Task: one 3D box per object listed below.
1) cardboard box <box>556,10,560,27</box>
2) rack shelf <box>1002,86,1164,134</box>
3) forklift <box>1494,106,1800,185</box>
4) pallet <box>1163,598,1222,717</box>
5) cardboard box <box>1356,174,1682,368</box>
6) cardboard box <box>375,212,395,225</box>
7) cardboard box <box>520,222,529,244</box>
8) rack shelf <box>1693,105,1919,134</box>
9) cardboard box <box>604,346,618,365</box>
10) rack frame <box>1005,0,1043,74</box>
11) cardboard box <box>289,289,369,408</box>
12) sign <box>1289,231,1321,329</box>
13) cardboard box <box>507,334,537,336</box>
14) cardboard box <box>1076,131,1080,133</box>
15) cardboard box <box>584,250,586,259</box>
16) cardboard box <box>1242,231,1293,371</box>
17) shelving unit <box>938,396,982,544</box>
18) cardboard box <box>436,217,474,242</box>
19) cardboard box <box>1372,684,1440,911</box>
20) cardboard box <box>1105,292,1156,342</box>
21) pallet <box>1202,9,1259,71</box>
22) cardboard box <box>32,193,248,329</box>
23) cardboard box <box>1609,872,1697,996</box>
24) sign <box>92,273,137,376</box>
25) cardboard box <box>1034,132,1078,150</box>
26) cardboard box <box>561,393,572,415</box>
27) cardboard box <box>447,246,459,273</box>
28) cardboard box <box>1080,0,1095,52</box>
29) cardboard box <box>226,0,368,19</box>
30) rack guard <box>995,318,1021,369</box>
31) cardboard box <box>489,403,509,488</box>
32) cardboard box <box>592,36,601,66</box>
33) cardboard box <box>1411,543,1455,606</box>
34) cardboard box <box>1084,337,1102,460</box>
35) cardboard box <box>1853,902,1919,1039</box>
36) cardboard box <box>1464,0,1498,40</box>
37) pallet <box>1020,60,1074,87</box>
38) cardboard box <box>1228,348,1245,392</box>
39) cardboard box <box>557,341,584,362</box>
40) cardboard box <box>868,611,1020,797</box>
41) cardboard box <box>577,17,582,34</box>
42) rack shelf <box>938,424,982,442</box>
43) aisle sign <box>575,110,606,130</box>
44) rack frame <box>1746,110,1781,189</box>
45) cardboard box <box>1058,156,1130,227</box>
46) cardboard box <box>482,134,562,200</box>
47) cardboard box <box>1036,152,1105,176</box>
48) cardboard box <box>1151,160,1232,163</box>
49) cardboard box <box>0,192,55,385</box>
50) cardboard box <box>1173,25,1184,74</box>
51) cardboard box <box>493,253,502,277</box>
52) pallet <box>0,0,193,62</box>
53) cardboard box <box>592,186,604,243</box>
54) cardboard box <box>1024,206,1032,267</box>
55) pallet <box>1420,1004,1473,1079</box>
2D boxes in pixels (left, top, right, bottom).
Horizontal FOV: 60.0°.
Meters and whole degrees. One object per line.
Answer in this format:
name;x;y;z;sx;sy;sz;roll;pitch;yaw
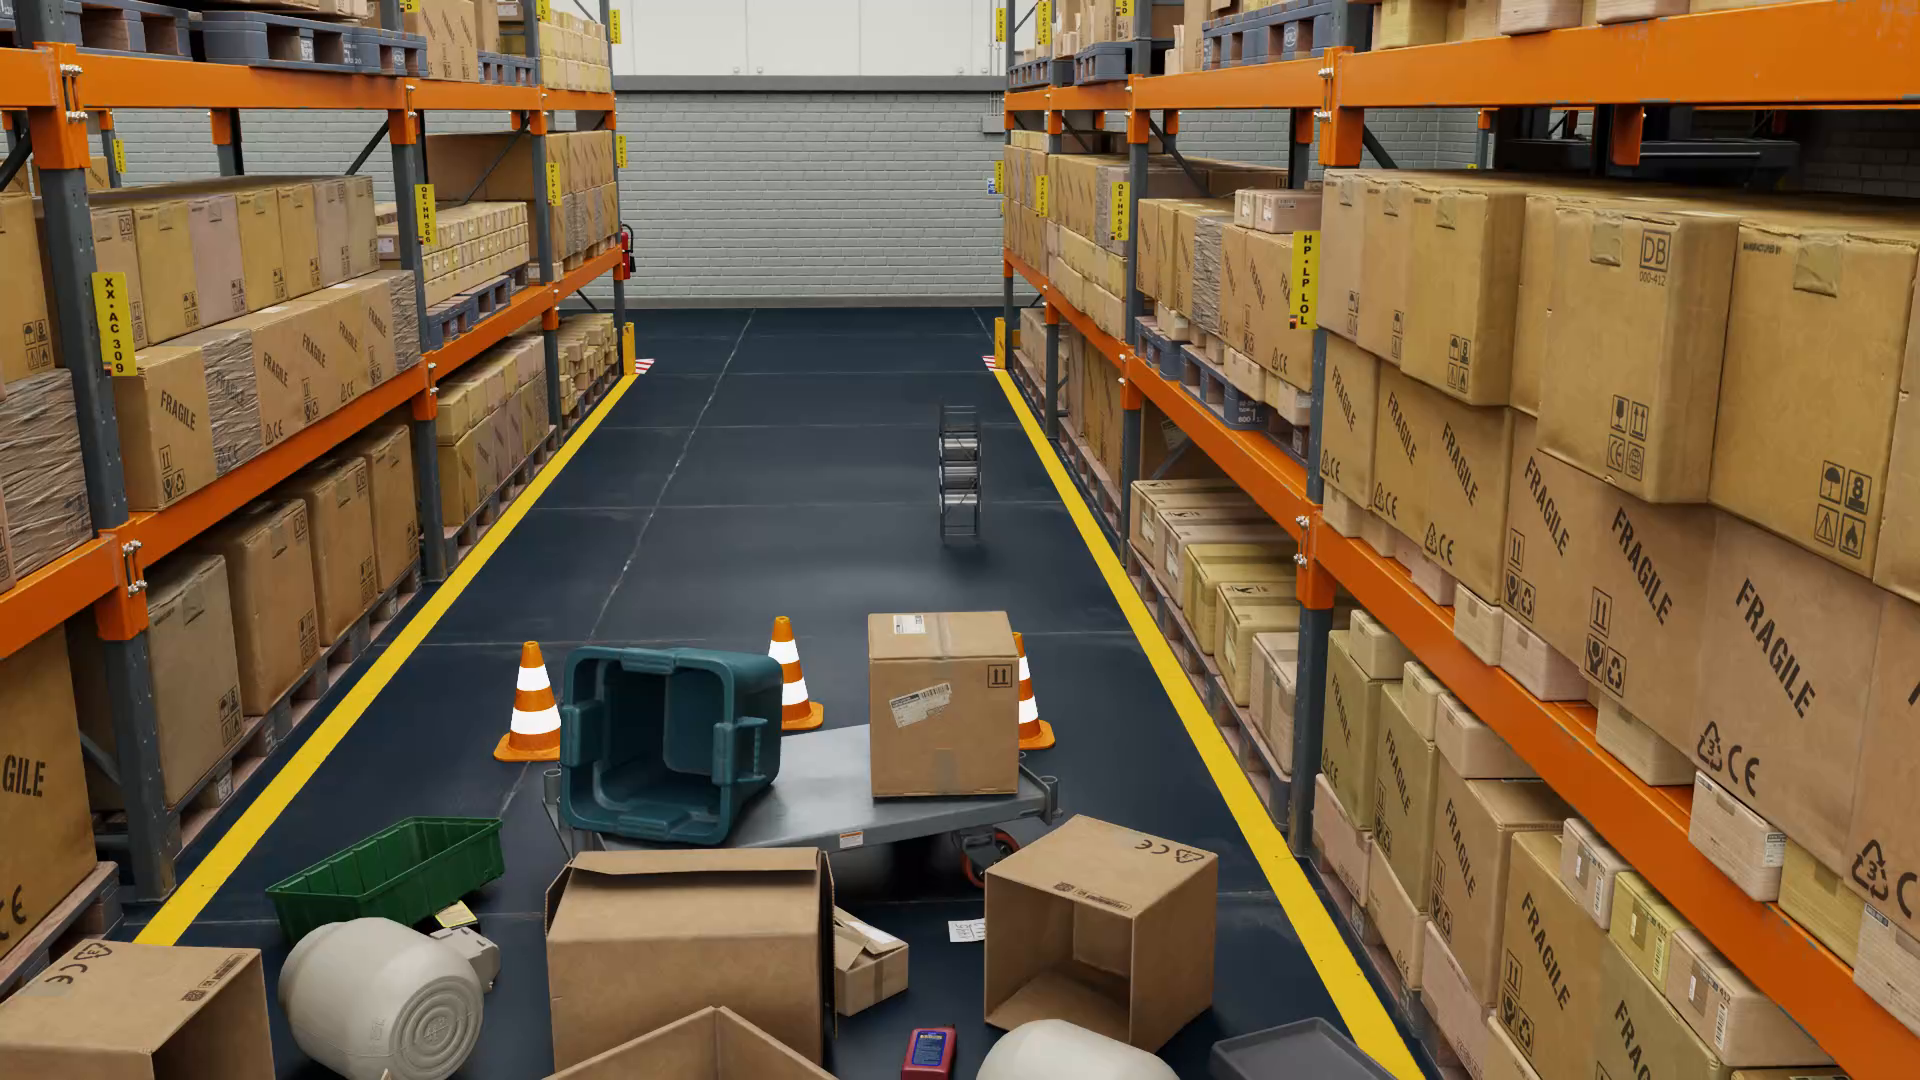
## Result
cardboard box;-3.560;-4.354;13.905;0.380;0.149;0.250;-1;14;-5
rack shelf;1.090;-3.906;15.114;1.077;0.370;4.000;-1;14;-3
forklift;3.162;-0.866;8.009;1.130;2.935;3.031;-1;14;-3
pallet;1.581;0.538;8.014;1.003;0.211;1.213;-1;14;-3
cardboard box;1.530;-0.752;4.624;0.700;0.500;0.500;-1;14;-3
cardboard box;-4.074;-2.146;11.317;0.380;0.149;0.250;0;14;-1
cardboard box;-3.499;-2.333;12.639;0.380;0.149;0.250;0;14;-2
rack shelf;6.291;-2.989;11.549;1.077;0.370;4.000;-1;14;-3
cardboard box;-3.611;-1.831;16.500;0.380;0.149;0.250;0;14;-2
rack frame;0.966;-6.205;16.583;1.000;3.000;0.127;-1;14;-3
cardboard box;-3.116;-0.901;7.806;0.500;0.500;0.500;-1;14;-4
sign;1.156;-0.866;5.551;0.100;0.325;0.005;-1;14;-3
cardboard box;-4.063;-1.785;15.130;0.380;0.149;0.250;-1;14;-3
cardboard box;1.248;-3.805;15.787;0.380;0.149;0.250;-1;14;-4
cardboard box;-3.674;-2.678;15.419;0.380;0.149;0.250;-1;15;-6
cardboard box;1.420;-0.946;6.542;0.500;0.500;0.500;-1;14;-3
shelving unit;0.000;-0.438;10.422;0.258;0.900;0.210;-1;14;-3
cardboard box;-3.391;-2.023;10.837;0.380;0.149;0.250;0;14;-2
cardboard box;1.521;0.734;4.825;0.500;0.500;0.500;0;14;-1
cardboard box;1.171;-1.359;10.090;0.500;0.250;0.500;-1;14;-5
pallet;1.710;-2.090;6.987;1.213;0.211;1.003;-1;14;-3
cardboard box;-3.326;-1.123;6.665;0.700;0.500;0.500;-1;14;-3
cardboard box;1.545;0.782;3.334;0.380;0.149;0.250;-1;14;-3
sign;-2.671;-0.680;5.254;0.100;0.325;0.005;-1;14;-3
cardboard box;0.861;-3.542;14.765;0.380;0.149;0.250;-1;14;-5
cardboard box;-3.423;-1.121;13.744;0.380;0.149;0.250;-2;15;-6
cardboard box;-3.357;-1.754;10.388;0.380;0.149;0.250;-1;14;-3
cardboard box;1.063;-3.448;10.846;0.500;0.500;0.500;-1;14;-3
cardboard box;-3.109;-2.614;7.784;0.500;0.311;0.500;-1;14;-3
rack guard;0.964;-2.095;17.666;1.175;0.500;0.348;-1;14;-3
cardboard box;-3.333;-0.634;11.143;0.500;0.500;0.500;-1;14;-5
cardboard box;-3.653;-4.582;15.595;0.500;0.250;0.500;-1;14;-5
cardboard box;1.504;0.079;4.702;0.380;0.149;0.250;0;14;-2
cardboard box;1.396;-1.102;12.210;0.875;0.875;0.875;0;14;-2
cardboard box;1.594;0.650;2.483;0.380;0.149;0.250;-1;14;-4
cardboard box;1.546;-1.376;4.339;0.380;0.149;0.250;0;14;-2
pallet;1.101;-4.221;15.070;1.003;0.211;1.213;-1;14;-3
cardboard box;1.332;-0.713;6.940;0.380;0.149;0.250;-1;14;-3
cardboard box;-3.531;-1.664;14.657;0.380;0.149;0.250;-1;14;-2
cardboard box;-0.065;0.564;5.813;0.500;0.500;0.500;-1;14;-3
cardboard box;-3.607;-4.616;14.926;0.380;0.149;0.250;-1;14;-2
rack shelf;0.000;-0.667;10.363;0.258;0.077;0.200;-1;14;-3
aisle sign;-3.673;-4.480;16.701;0.394;0.787;0.004;-1;14;-3
rack frame;6.168;-2.382;13.766;1.000;3.000;0.127;-1;14;-3
cardboard box;1.013;-2.597;12.395;0.500;0.500;0.500;-1;14;-4
cardboard box;-3.505;-2.996;13.346;0.500;0.500;0.500;-1;14;-2
cardboard box;0.909;-2.951;13.767;0.500;0.500;0.500;-1;14;-4
cardboard box;1.590;-2.347;11.420;0.500;0.500;0.500;-1;14;-3
cardboard box;-3.236;-0.717;4.825;0.875;0.550;0.550;-1;14;-3
cardboard box;1.327;-2.553;8.680;0.396;0.266;0.258;-1;14;-3
cardboard box;-3.430;-1.931;11.674;0.380;0.149;0.250;-2;15;-6
pallet;-3.331;-1.801;5.870;0.805;0.209;1.217;-1;15;-6
cardboard box;-3.616;-3.029;15.480;0.500;0.500;0.500;-1;14;-3
cardboard box;0.847;-2.717;14.867;0.500;0.500;0.500;-1;14;-4
pallet;1.865;1.506;4.250;1.003;0.211;1.213;-1;14;-3
